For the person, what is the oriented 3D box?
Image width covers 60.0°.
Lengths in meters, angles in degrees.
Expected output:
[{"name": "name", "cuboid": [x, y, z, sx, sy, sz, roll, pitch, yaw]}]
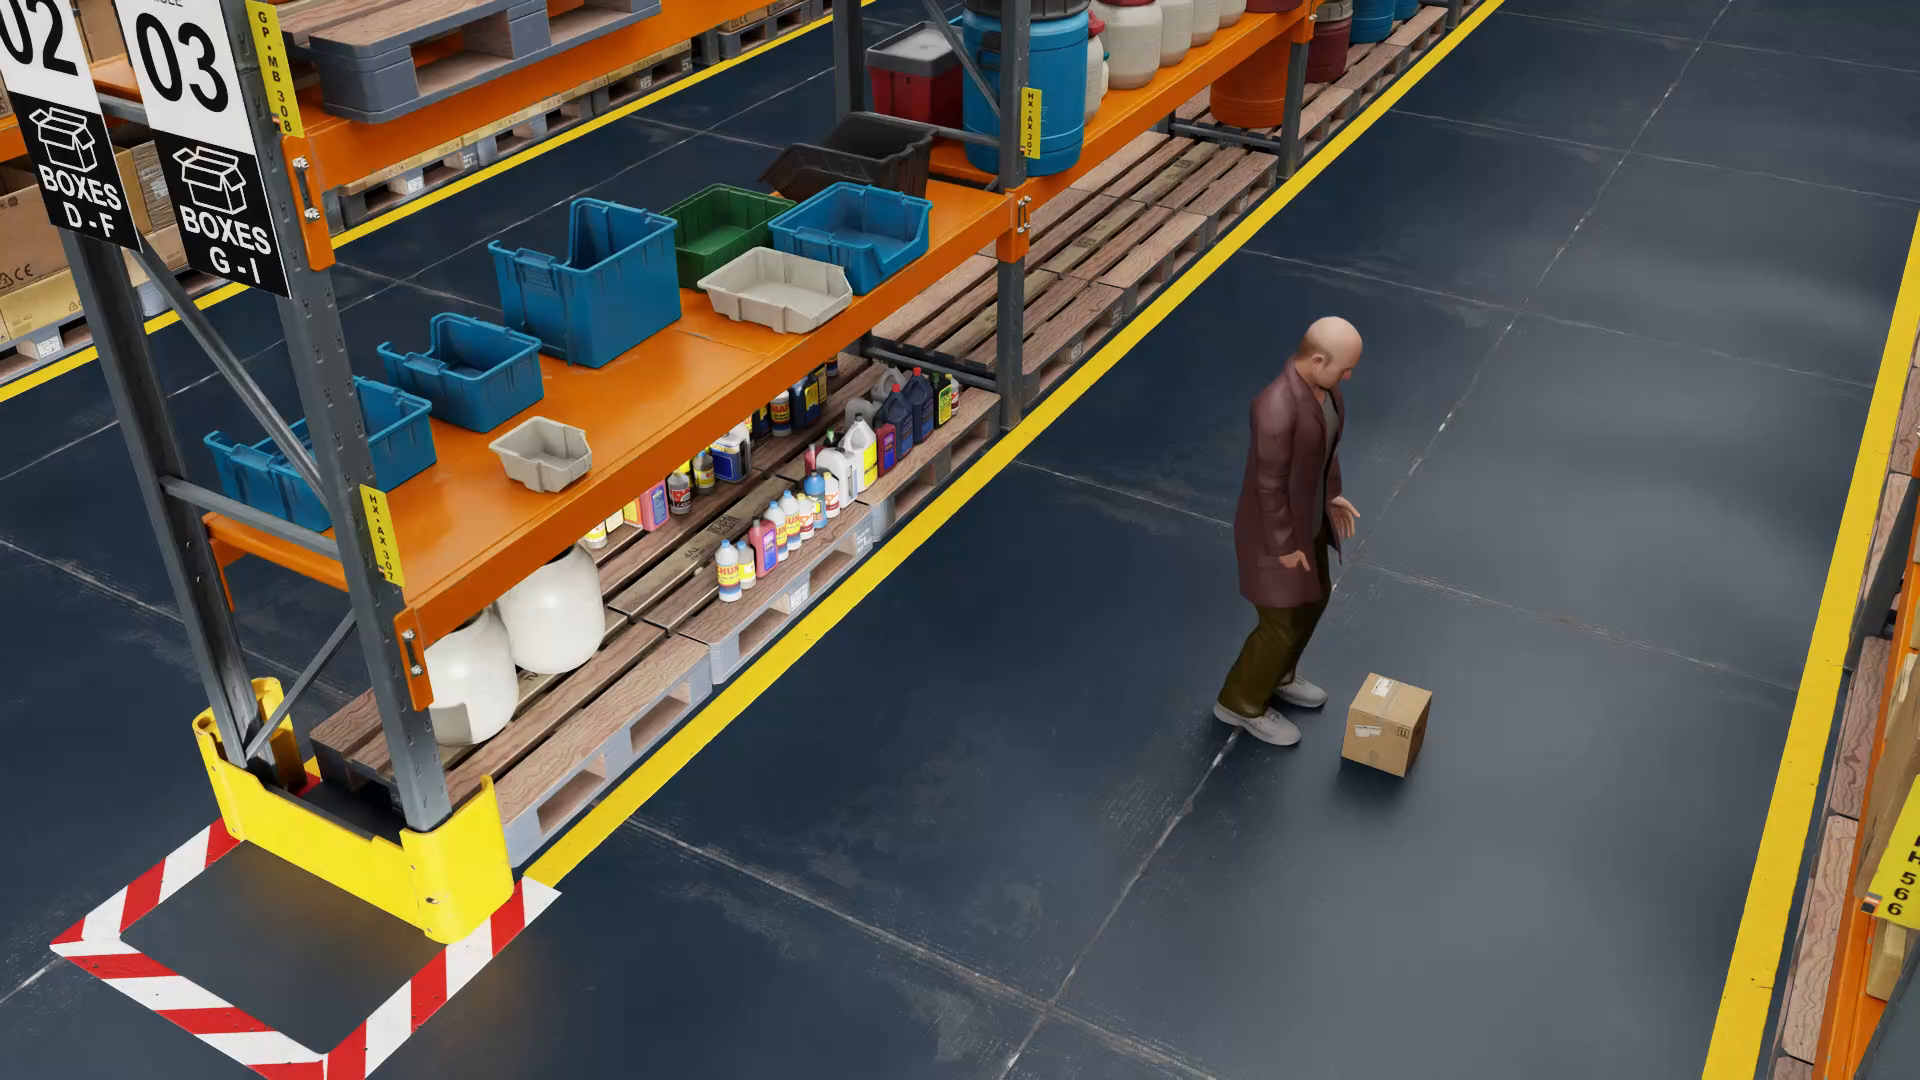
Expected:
[{"name": "person", "cuboid": [1.259, -0.050, 6.269, 0.396, 1.746, 0.579, 19, 38, 26]}]
